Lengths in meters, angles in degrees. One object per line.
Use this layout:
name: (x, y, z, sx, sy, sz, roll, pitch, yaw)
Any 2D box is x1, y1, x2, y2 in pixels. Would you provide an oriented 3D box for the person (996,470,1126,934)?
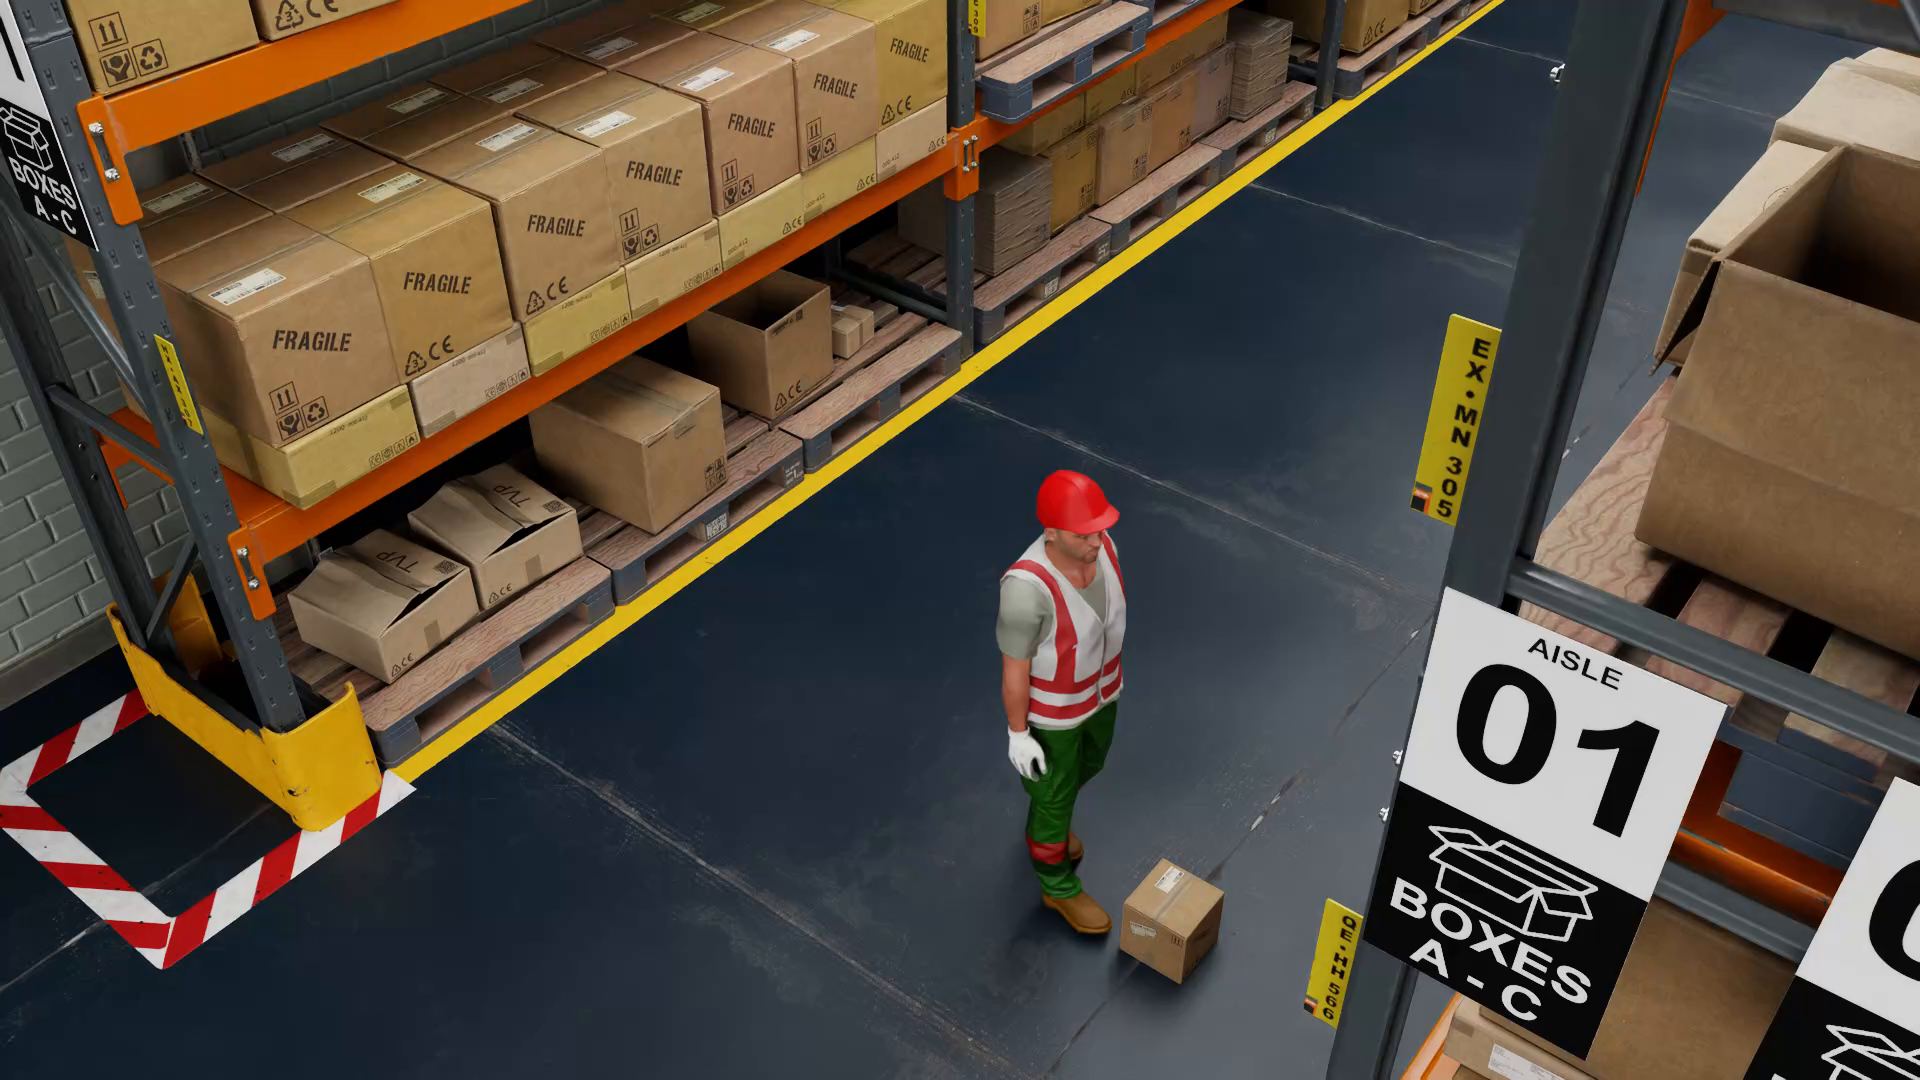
person: (0.362, 0.535, 5.457, 0.579, 1.800, 0.569, 30, 48, 32)
